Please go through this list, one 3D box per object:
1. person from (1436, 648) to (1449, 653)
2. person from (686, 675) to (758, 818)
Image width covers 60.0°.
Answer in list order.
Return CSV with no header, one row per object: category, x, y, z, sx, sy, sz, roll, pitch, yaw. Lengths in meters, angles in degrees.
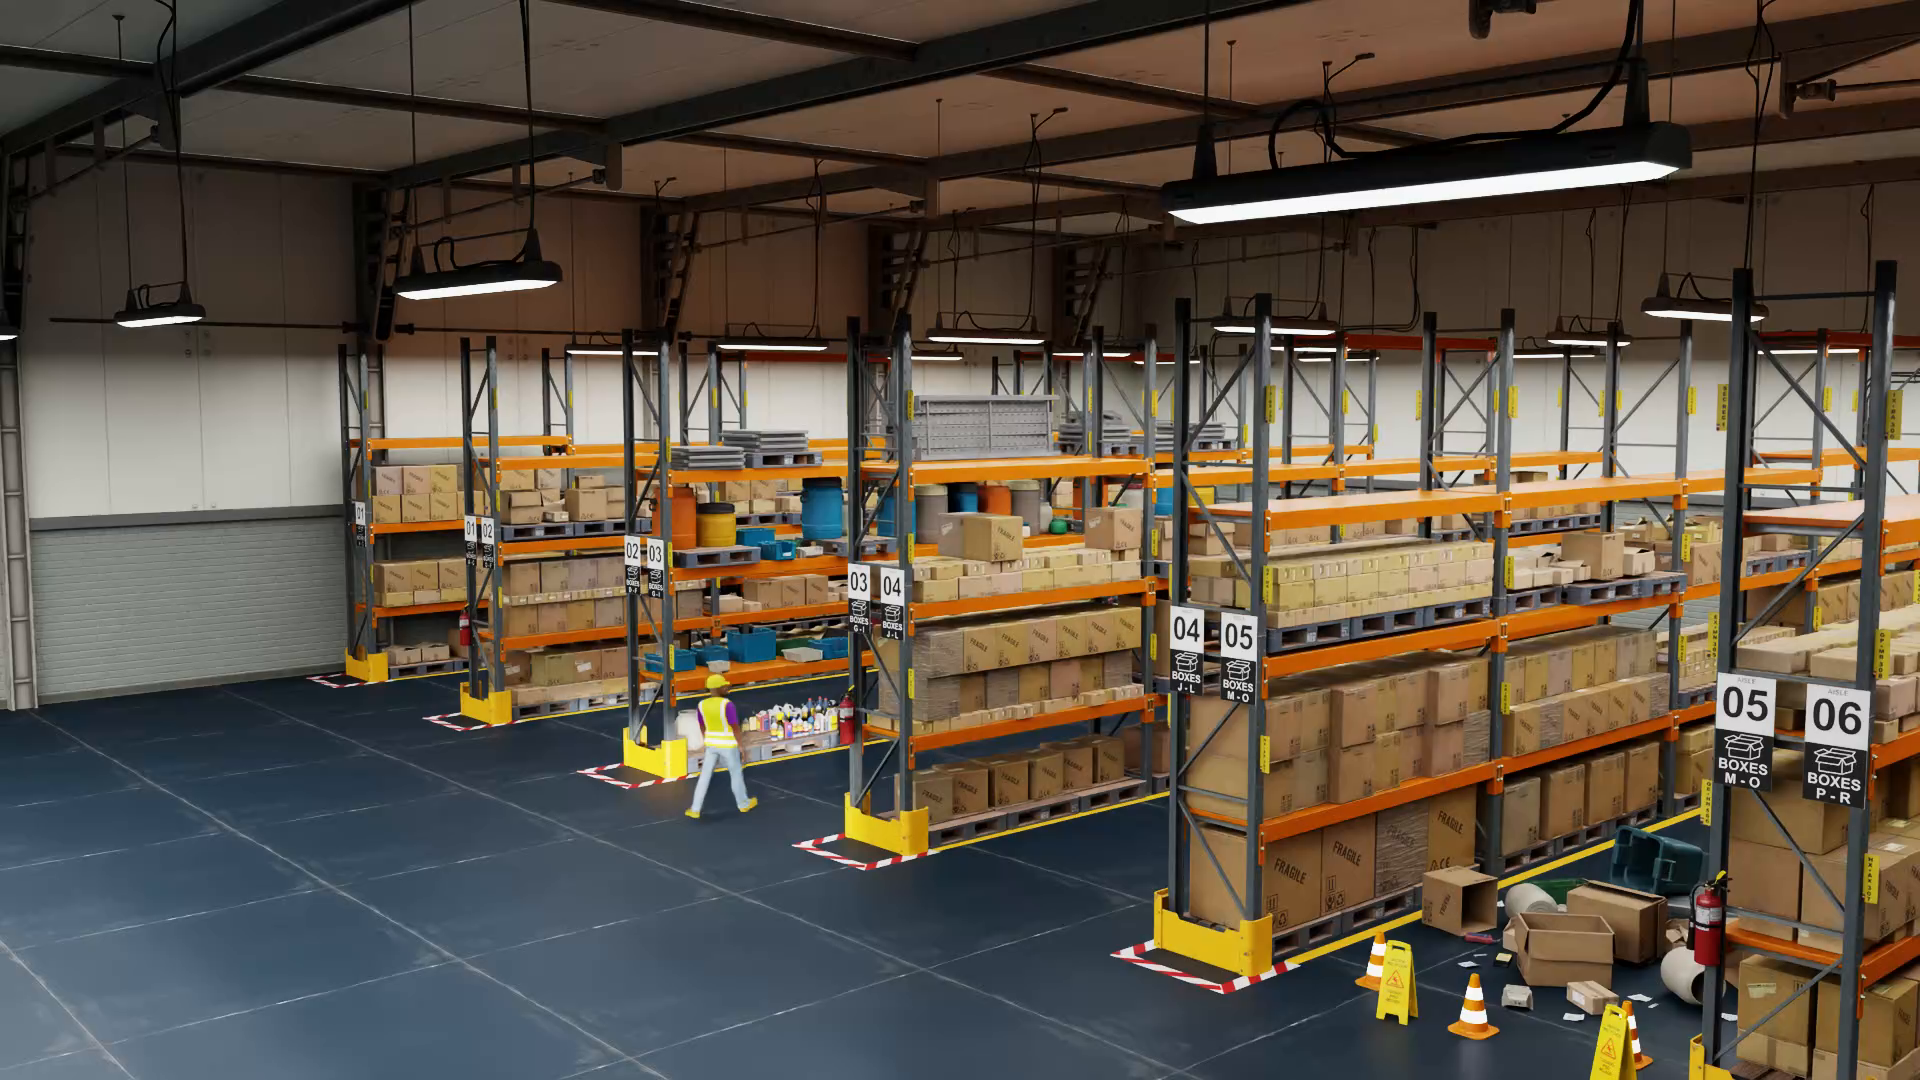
person,6.483,2.335,22.821,0.458,1.732,0.550,0,5,-3
person,-2.879,2.493,20.237,0.734,1.741,0.915,2,6,22
